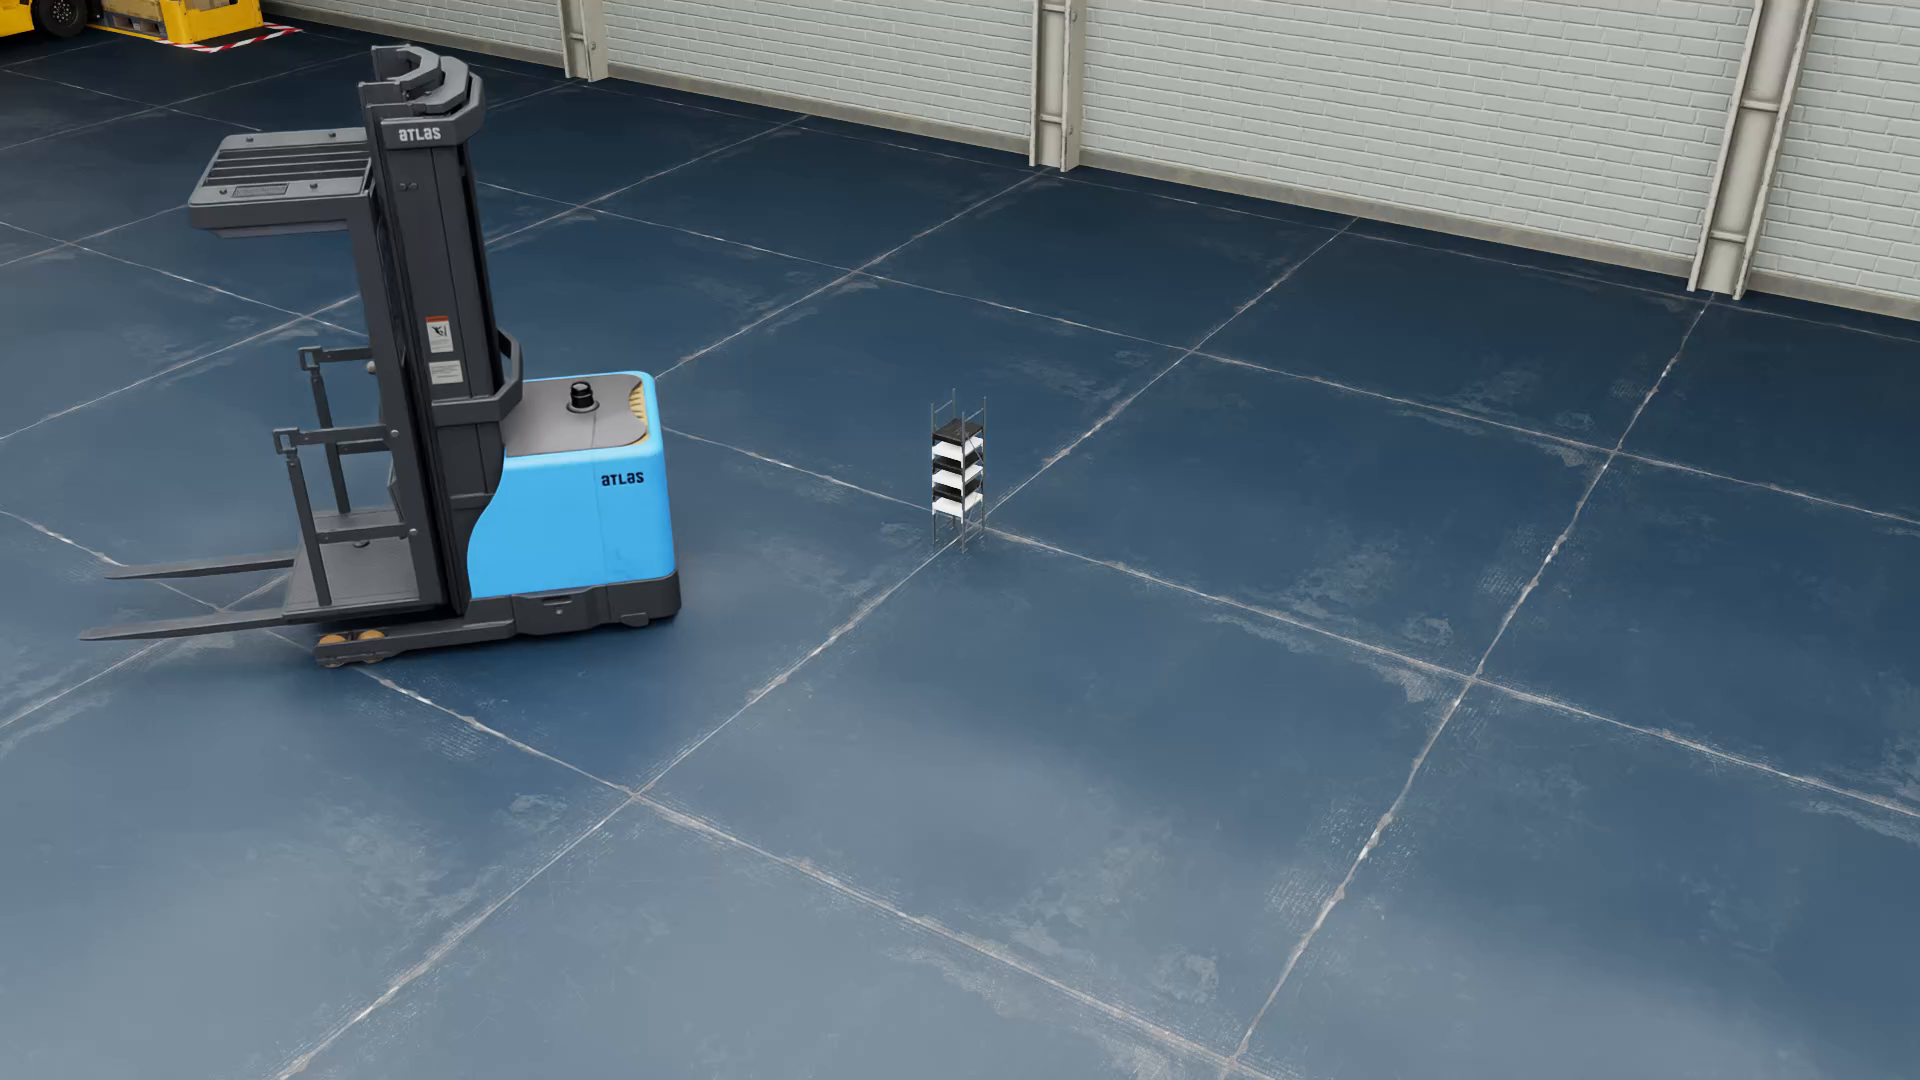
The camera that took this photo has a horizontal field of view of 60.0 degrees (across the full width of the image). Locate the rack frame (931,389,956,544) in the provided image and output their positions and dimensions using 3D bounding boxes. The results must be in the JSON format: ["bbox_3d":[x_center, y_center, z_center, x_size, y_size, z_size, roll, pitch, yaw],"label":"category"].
[{"bbox_3d":[-0.093,-0.418,9.574,0.006,0.900,0.240,18,35,27],"label":"rack frame"}]

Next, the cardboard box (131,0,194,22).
[{"bbox_3d":[-9.713,-6.518,20.257,0.500,0.250,0.500,18,35,28],"label":"cardboard box"}]

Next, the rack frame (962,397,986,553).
[{"bbox_3d":[0.079,-0.364,9.480,0.006,0.900,0.240,18,35,27],"label":"rack frame"}]

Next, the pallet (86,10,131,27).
[{"bbox_3d":[-10.846,-6.843,21.270,1.213,0.211,1.003,18,35,27],"label":"pallet"}]

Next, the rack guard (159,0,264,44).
[{"bbox_3d":[-9.126,-6.447,20.304,0.348,0.500,1.175,18,35,27],"label":"rack guard"}]

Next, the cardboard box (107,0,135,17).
[{"bbox_3d":[-10.129,-6.655,20.492,0.500,0.250,0.500,18,35,27],"label":"cardboard box"}]

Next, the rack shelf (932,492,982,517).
[{"bbox_3d":[-0.007,-0.207,9.634,0.200,0.077,0.258,18,35,27],"label":"rack shelf"}]

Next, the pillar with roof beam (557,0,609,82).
[{"bbox_3d":[-6.464,-7.251,13.248,0.400,9.000,9.100,18,35,27],"label":"pillar with roof beam"}]

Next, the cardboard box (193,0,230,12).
[{"bbox_3d":[-9.459,-6.742,20.641,0.500,0.250,0.500,18,35,28],"label":"cardboard box"}]

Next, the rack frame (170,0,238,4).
[{"bbox_3d":[-9.147,-7.533,19.686,0.127,3.000,1.000,18,35,27],"label":"rack frame"}]

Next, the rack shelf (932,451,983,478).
[{"bbox_3d":[-0.007,-0.440,9.498,0.200,0.077,0.258,18,35,27],"label":"rack shelf"}]

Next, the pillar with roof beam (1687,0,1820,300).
[{"bbox_3d":[3.700,-4.036,7.738,0.400,9.000,9.100,18,35,27],"label":"pillar with roof beam"}]

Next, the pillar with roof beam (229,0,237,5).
[{"bbox_3d":[-11.546,-8.858,16.003,0.400,9.000,9.100,18,35,27],"label":"pillar with roof beam"}]

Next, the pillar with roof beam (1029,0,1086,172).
[{"bbox_3d":[-1.382,-5.643,10.493,0.400,9.000,9.100,18,35,27],"label":"pillar with roof beam"}]

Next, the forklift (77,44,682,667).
[{"bbox_3d":[-3.078,-0.898,8.380,3.031,2.935,1.130,-6,31,-11],"label":"forklift"}]

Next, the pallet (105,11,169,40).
[{"bbox_3d":[-9.817,-6.515,20.709,1.213,0.211,1.003,18,35,27],"label":"pallet"}]

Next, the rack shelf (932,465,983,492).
[{"bbox_3d":[-0.007,-0.362,9.544,0.200,0.077,0.258,18,35,27],"label":"rack shelf"}]

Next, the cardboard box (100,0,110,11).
[{"bbox_3d":[-10.548,-6.793,20.729,0.500,0.250,0.500,18,35,28],"label":"cardboard box"}]

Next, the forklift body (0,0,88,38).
[{"bbox_3d":[-11.723,-6.896,19.435,1.214,2.155,2.313,18,35,27],"label":"forklift body"}]

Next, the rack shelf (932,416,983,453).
[{"bbox_3d":[-0.007,-0.595,9.408,0.200,0.077,0.258,18,35,27],"label":"rack shelf"}]

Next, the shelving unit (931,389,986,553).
[{"bbox_3d":[-0.007,-0.391,9.527,0.210,0.900,0.258,18,35,27],"label":"shelving unit"}]

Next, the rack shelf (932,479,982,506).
[{"bbox_3d":[-0.007,-0.284,9.589,0.200,0.077,0.258,18,35,27],"label":"rack shelf"}]

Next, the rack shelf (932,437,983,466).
[{"bbox_3d":[-0.007,-0.518,9.453,0.200,0.077,0.258,18,35,27],"label":"rack shelf"}]
